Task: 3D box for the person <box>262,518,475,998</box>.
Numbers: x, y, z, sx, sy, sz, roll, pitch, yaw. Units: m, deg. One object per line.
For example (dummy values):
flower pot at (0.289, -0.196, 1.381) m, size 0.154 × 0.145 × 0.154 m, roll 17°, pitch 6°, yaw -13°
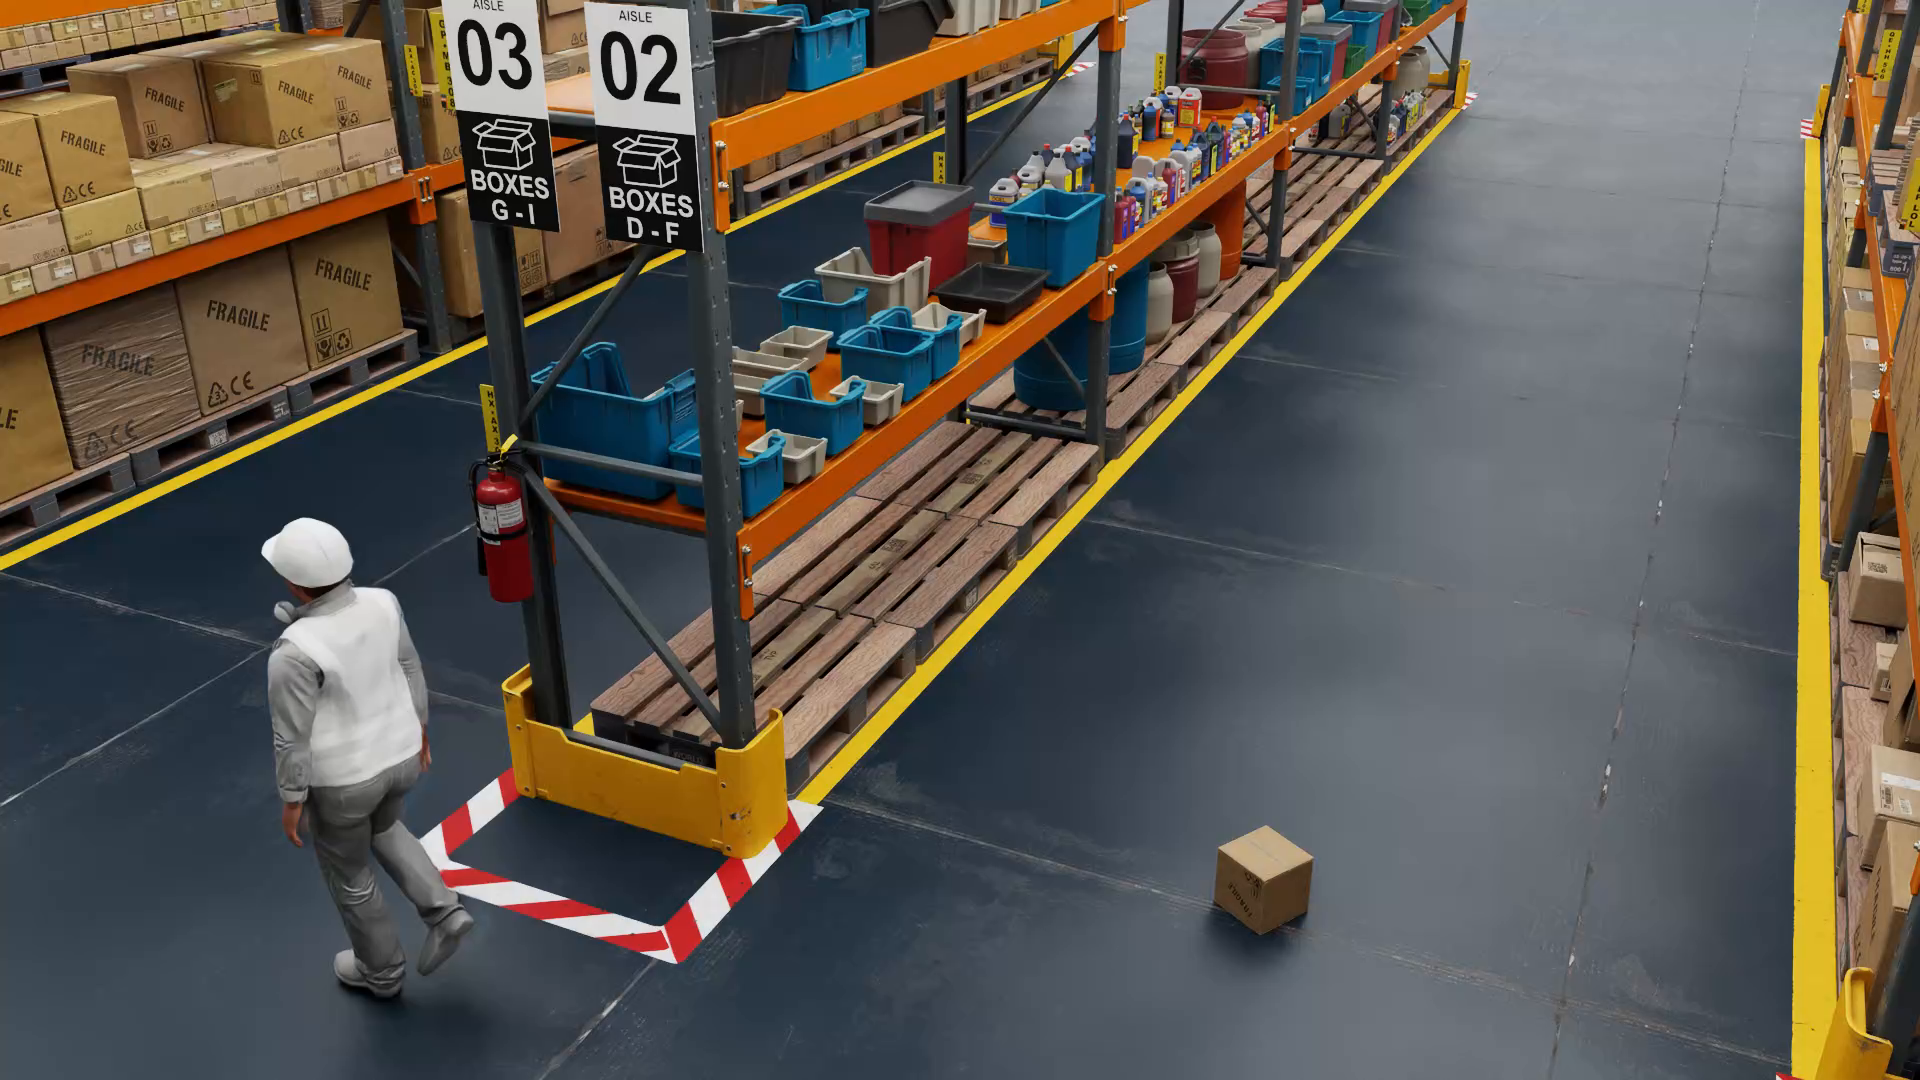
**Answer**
person at (-1.966, 0.740, 5.521) m, size 0.509 × 1.761 × 0.595 m, roll 13°, pitch 29°, yaw 24°
